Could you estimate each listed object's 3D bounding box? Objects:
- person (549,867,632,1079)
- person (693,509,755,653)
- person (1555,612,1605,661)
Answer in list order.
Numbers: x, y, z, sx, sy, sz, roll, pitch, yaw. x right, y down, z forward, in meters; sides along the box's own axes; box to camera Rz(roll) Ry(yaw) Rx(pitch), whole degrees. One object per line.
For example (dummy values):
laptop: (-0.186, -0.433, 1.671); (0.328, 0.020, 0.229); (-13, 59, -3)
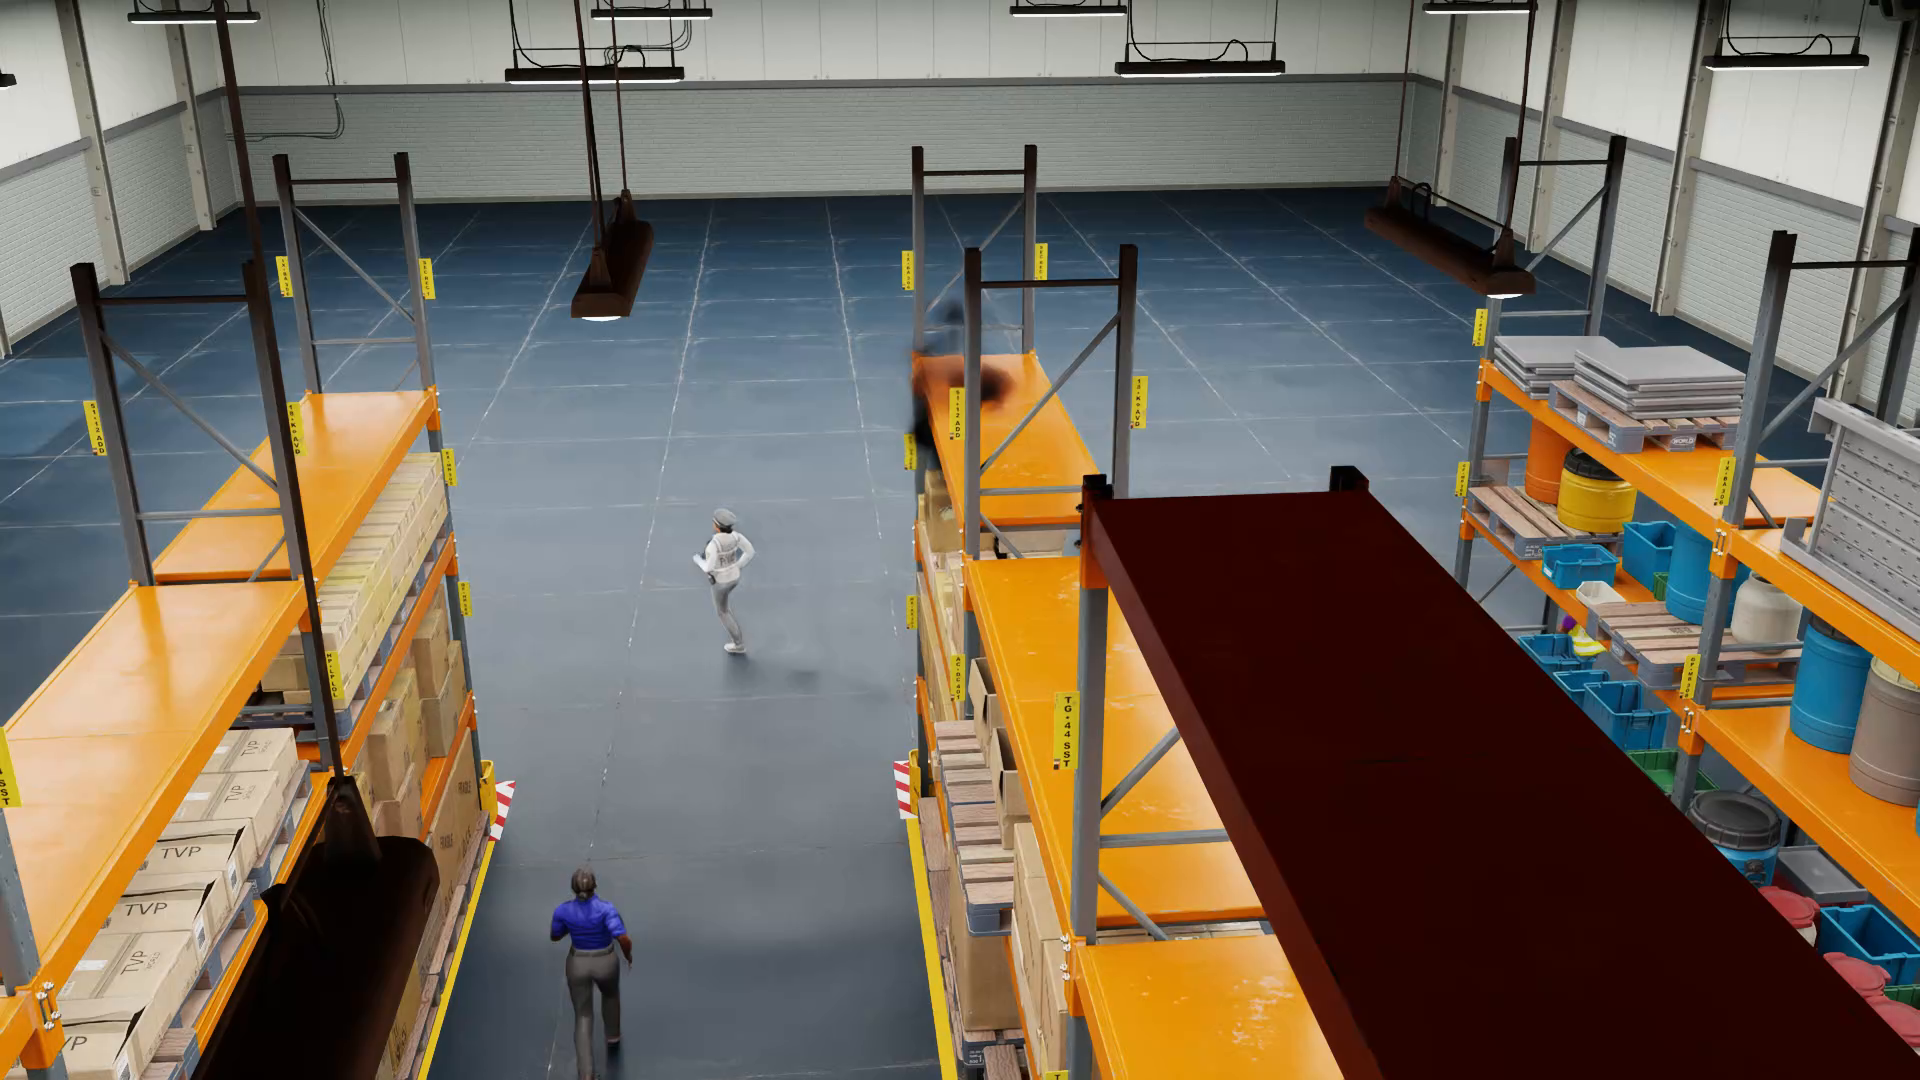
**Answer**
person: (-2.573, 3.028, 11.697); (0.580, 1.667, 0.913); (-3, 22, -8)
person: (-2.613, 0.437, 18.264); (0.616, 1.692, 0.580); (13, 25, 29)
person: (6.235, 1.045, 16.693); (0.754, 1.723, 0.838); (-7, 23, -16)
